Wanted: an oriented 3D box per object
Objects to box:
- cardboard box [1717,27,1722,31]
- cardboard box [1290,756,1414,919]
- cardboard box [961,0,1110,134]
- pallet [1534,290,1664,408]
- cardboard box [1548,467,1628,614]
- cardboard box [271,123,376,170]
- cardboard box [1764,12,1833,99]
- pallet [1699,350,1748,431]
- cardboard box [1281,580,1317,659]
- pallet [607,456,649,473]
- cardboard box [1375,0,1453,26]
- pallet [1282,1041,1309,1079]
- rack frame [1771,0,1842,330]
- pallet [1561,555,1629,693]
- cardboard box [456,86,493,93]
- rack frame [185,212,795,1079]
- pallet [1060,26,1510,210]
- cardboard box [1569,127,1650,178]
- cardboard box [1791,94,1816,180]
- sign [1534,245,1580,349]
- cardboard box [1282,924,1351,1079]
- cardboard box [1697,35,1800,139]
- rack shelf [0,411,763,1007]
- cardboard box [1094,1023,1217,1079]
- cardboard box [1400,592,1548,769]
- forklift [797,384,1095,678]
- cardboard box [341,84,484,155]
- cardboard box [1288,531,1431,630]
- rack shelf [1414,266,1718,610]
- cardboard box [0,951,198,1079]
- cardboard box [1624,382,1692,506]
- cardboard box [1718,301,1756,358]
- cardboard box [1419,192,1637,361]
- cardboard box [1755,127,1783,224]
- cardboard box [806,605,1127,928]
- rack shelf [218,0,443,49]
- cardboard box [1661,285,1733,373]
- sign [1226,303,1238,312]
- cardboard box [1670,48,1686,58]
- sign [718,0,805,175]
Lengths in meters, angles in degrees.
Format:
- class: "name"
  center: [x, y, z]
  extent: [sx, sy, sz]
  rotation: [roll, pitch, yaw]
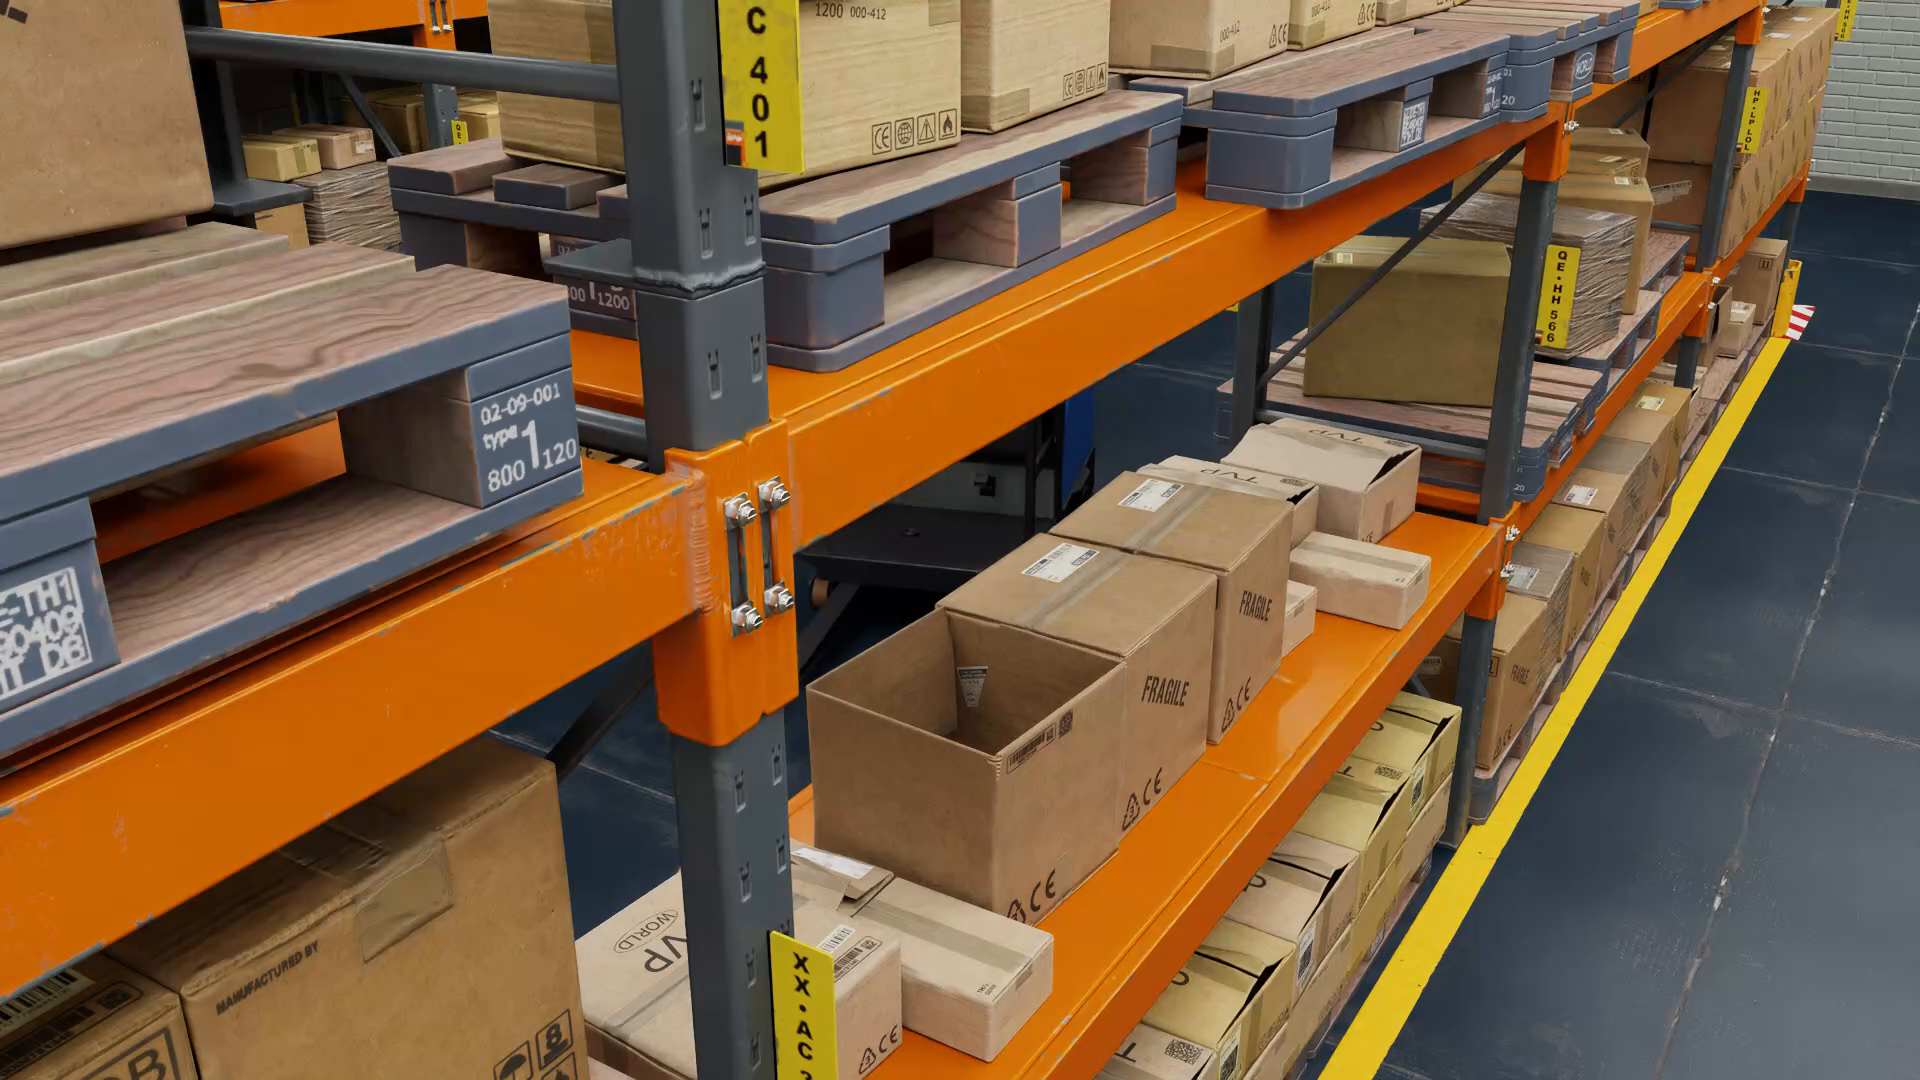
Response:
- class: "cardboard box"
  center: [4.656, -3.123, 10.803]
  extent: [0.500, 0.500, 0.500]
  rotation: [14, 27, 30]
- class: "cardboard box"
  center: [1.096, 0.859, 5.217]
  extent: [0.500, 0.311, 0.500]
  rotation: [13, 27, 28]
- class: "cardboard box"
  center: [-0.058, -0.901, 2.939]
  extent: [0.500, 0.250, 0.500]
  rotation: [11, 26, 24]
- class: "pallet"
  center: [2.453, -0.928, 7.359]
  extent: [1.003, 0.211, 1.213]
  rotation: [14, 27, 29]
- class: "cardboard box"
  center: [2.725, -0.030, 7.637]
  extent: [0.500, 0.500, 0.500]
  rotation: [13, 27, 27]
- class: "cardboard box"
  center: [-2.936, -1.818, 7.677]
  extent: [0.380, 0.149, 0.250]
  rotation: [10, 25, 22]
- class: "cardboard box"
  center: [5.384, -3.185, 10.946]
  extent: [0.500, 0.500, 0.500]
  rotation: [15, 27, 30]
- class: "pallet"
  center: [4.547, -1.074, 10.964]
  extent: [1.003, 0.211, 1.213]
  rotation: [14, 27, 29]
- class: "cardboard box"
  center: [0.806, 0.199, 4.830]
  extent: [0.380, 0.149, 0.250]
  rotation: [16, 28, 33]
- class: "pallet"
  center: [-2.299, -0.366, 9.329]
  extent: [1.003, 0.211, 1.213]
  rotation: [14, 27, 29]
- class: "cardboard box"
  center: [0.979, -1.513, 4.354]
  extent: [0.500, 0.250, 0.500]
  rotation: [15, 27, 30]
- class: "pallet"
  center: [0.319, 1.601, 4.786]
  extent: [1.003, 0.211, 1.213]
  rotation: [14, 27, 29]
- class: "rack frame"
  center: [5.651, -3.058, 12.039]
  extent: [1.000, 3.000, 0.127]
  rotation: [14, 27, 29]
- class: "pallet"
  center: [2.502, 0.267, 7.867]
  extent: [1.003, 0.211, 1.213]
  rotation: [14, 27, 29]
- class: "cardboard box"
  center: [-2.484, -2.312, 8.846]
  extent: [0.500, 0.250, 0.500]
  rotation: [13, 27, 27]
- class: "rack frame"
  center: [-0.679, 0.992, 2.683]
  extent: [1.000, 3.000, 0.127]
  rotation: [14, 27, 29]
- class: "pallet"
  center: [0.562, -1.022, 3.798]
  extent: [1.003, 0.211, 1.213]
  rotation: [15, 28, 31]
- class: "cardboard box"
  center: [3.101, -1.834, 8.556]
  extent: [0.700, 0.500, 0.500]
  rotation: [5, 24, 11]
- class: "cardboard box"
  center: [5.375, -2.720, 11.132]
  extent: [0.500, 0.500, 0.500]
  rotation: [14, 27, 29]
- class: "sign"
  center: [1.904, -0.774, 5.306]
  extent: [0.100, 0.325, 0.005]
  rotation: [14, 27, 29]
- class: "cardboard box"
  center: [0.824, 1.283, 4.942]
  extent: [0.500, 0.250, 0.500]
  rotation: [15, 27, 30]
- class: "cardboard box"
  center: [4.572, -2.661, 9.736]
  extent: [0.500, 0.500, 0.500]
  rotation: [13, 27, 27]
- class: "rack shelf"
  center: [-1.734, 0.620, 0.671]
  extent: [1.077, 0.370, 4.000]
  rotation: [14, 27, 29]
- class: "cardboard box"
  center: [0.291, 1.373, 4.028]
  extent: [0.500, 0.311, 0.500]
  rotation: [13, 27, 27]
- class: "cardboard box"
  center: [1.914, 0.493, 6.428]
  extent: [0.500, 0.500, 0.500]
  rotation: [15, 28, 31]
- class: "forklift"
  center: [-0.100, -1.087, 7.571]
  extent: [1.130, 2.935, 3.031]
  rotation: [6, 24, 13]
- class: "cardboard box"
  center: [-2.760, -2.138, 8.444]
  extent: [0.500, 0.250, 0.500]
  rotation: [15, 27, 30]
- class: "cardboard box"
  center: [1.192, 0.118, 5.017]
  extent: [0.380, 0.149, 0.250]
  rotation: [14, 27, 29]
- class: "rack shelf"
  center: [2.486, -0.703, 7.504]
  extent: [1.077, 0.370, 4.000]
  rotation: [14, 27, 29]
- class: "cardboard box"
  center: [-1.173, 0.672, 1.662]
  extent: [0.700, 0.500, 0.500]
  rotation: [14, 27, 29]
- class: "cardboard box"
  center: [3.524, -0.537, 8.806]
  extent: [0.500, 0.500, 0.500]
  rotation: [14, 27, 29]
- class: "cardboard box"
  center: [5.047, -1.449, 11.229]
  extent: [0.500, 0.250, 0.500]
  rotation: [14, 27, 29]
- class: "cardboard box"
  center: [2.312, -1.102, 6.865]
  extent: [0.700, 0.500, 0.500]
  rotation: [20, 31, 39]
- class: "cardboard box"
  center: [4.575, -2.211, 9.956]
  extent: [0.500, 0.500, 0.500]
  rotation: [14, 27, 29]
- class: "cardboard box"
  center: [0.018, 0.512, 3.665]
  extent: [0.500, 0.500, 0.500]
  rotation: [16, 28, 33]
- class: "rack shelf"
  center: [-3.834, -1.767, 6.185]
  extent: [1.077, 0.370, 4.000]
  rotation: [14, 27, 29]
- class: "cardboard box"
  center: [4.528, -1.400, 10.796]
  extent: [0.797, 0.503, 0.637]
  rotation: [14, 27, 29]
- class: "sign"
  center: [0.965, -0.964, 5.843]
  extent: [0.100, 0.325, 0.005]
  rotation: [14, 27, 29]
- class: "cardboard box"
  center: [3.856, -2.611, 9.622]
  extent: [0.500, 0.500, 0.500]
  rotation: [13, 27, 28]
- class: "sign"
  center: [-0.206, -0.543, 1.702]
  extent: [0.100, 0.325, 0.005]
  rotation: [14, 27, 29]
